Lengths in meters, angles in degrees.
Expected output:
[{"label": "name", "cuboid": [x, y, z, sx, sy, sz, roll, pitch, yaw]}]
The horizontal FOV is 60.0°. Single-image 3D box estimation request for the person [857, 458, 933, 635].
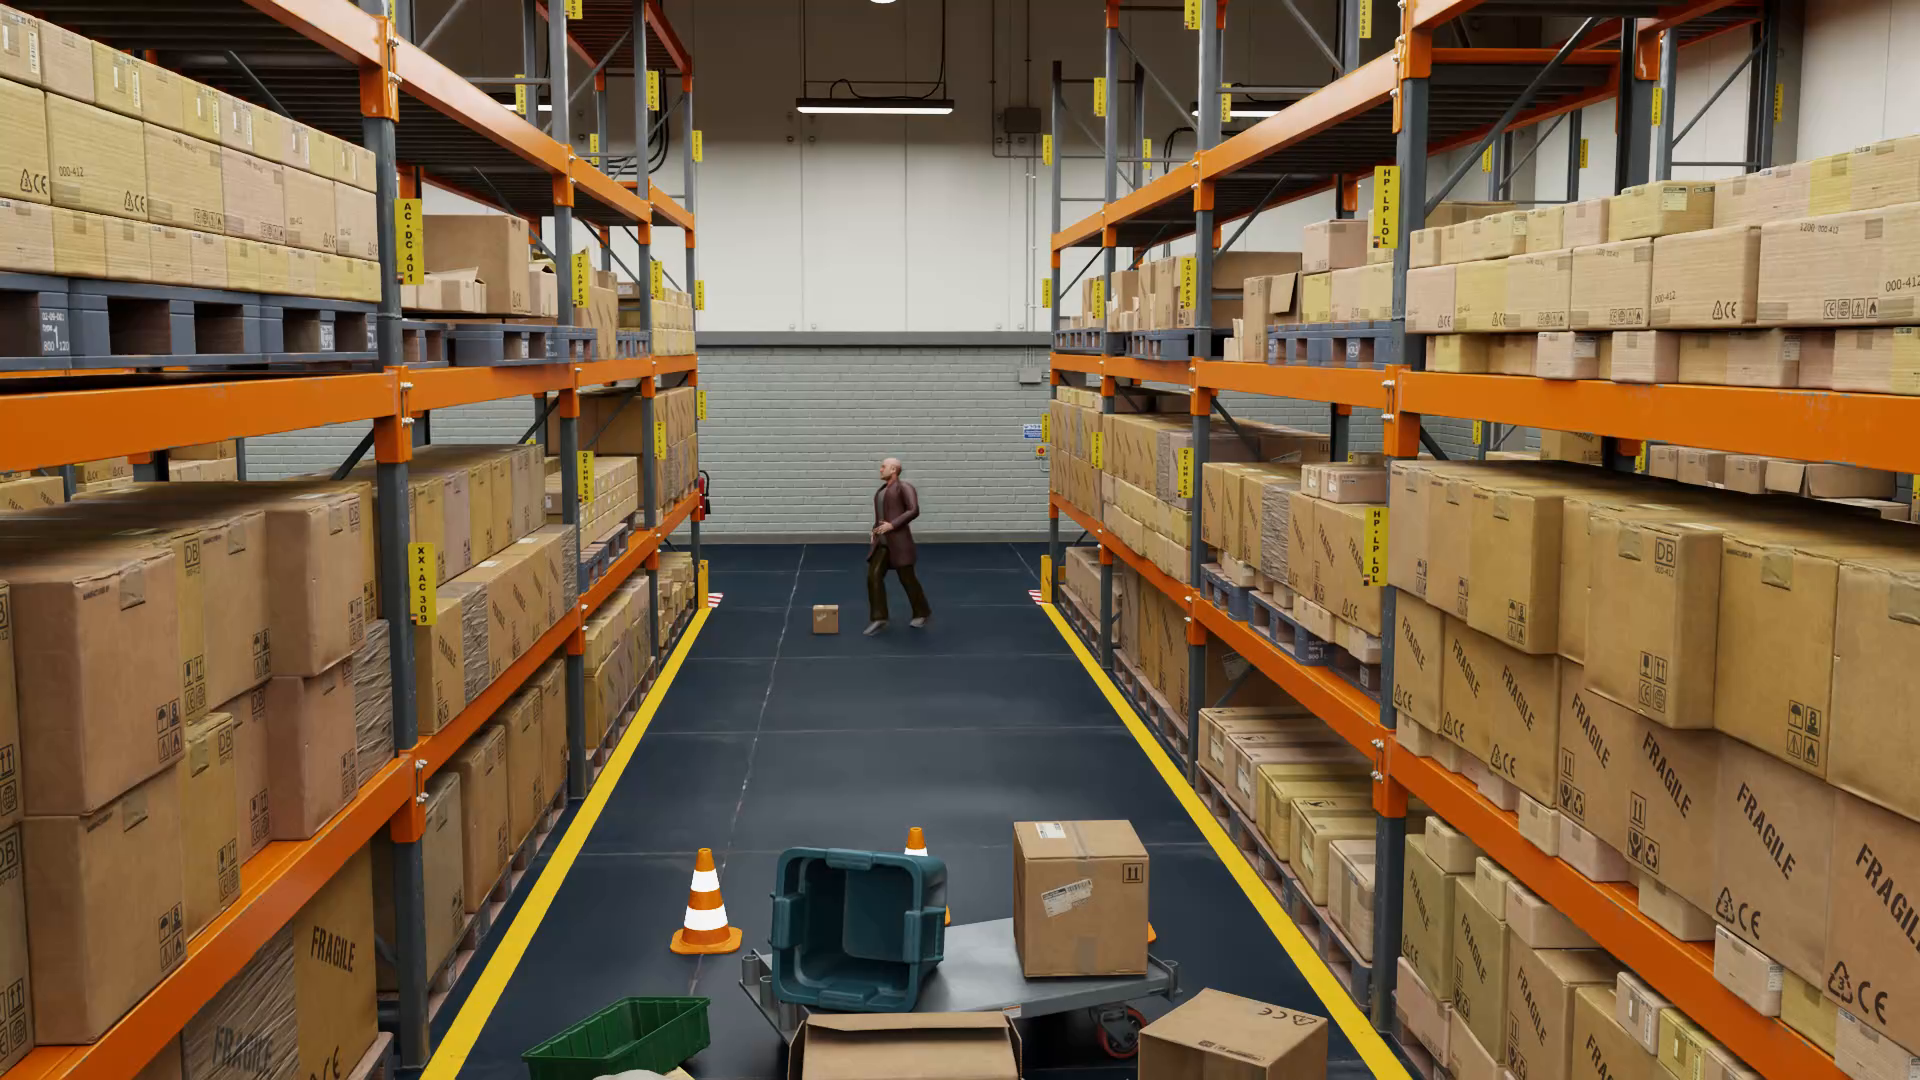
[{"label": "person", "cuboid": [-0.761, 0.051, 16.979, 0.710, 1.763, 0.929, 6, 9, 41]}]
